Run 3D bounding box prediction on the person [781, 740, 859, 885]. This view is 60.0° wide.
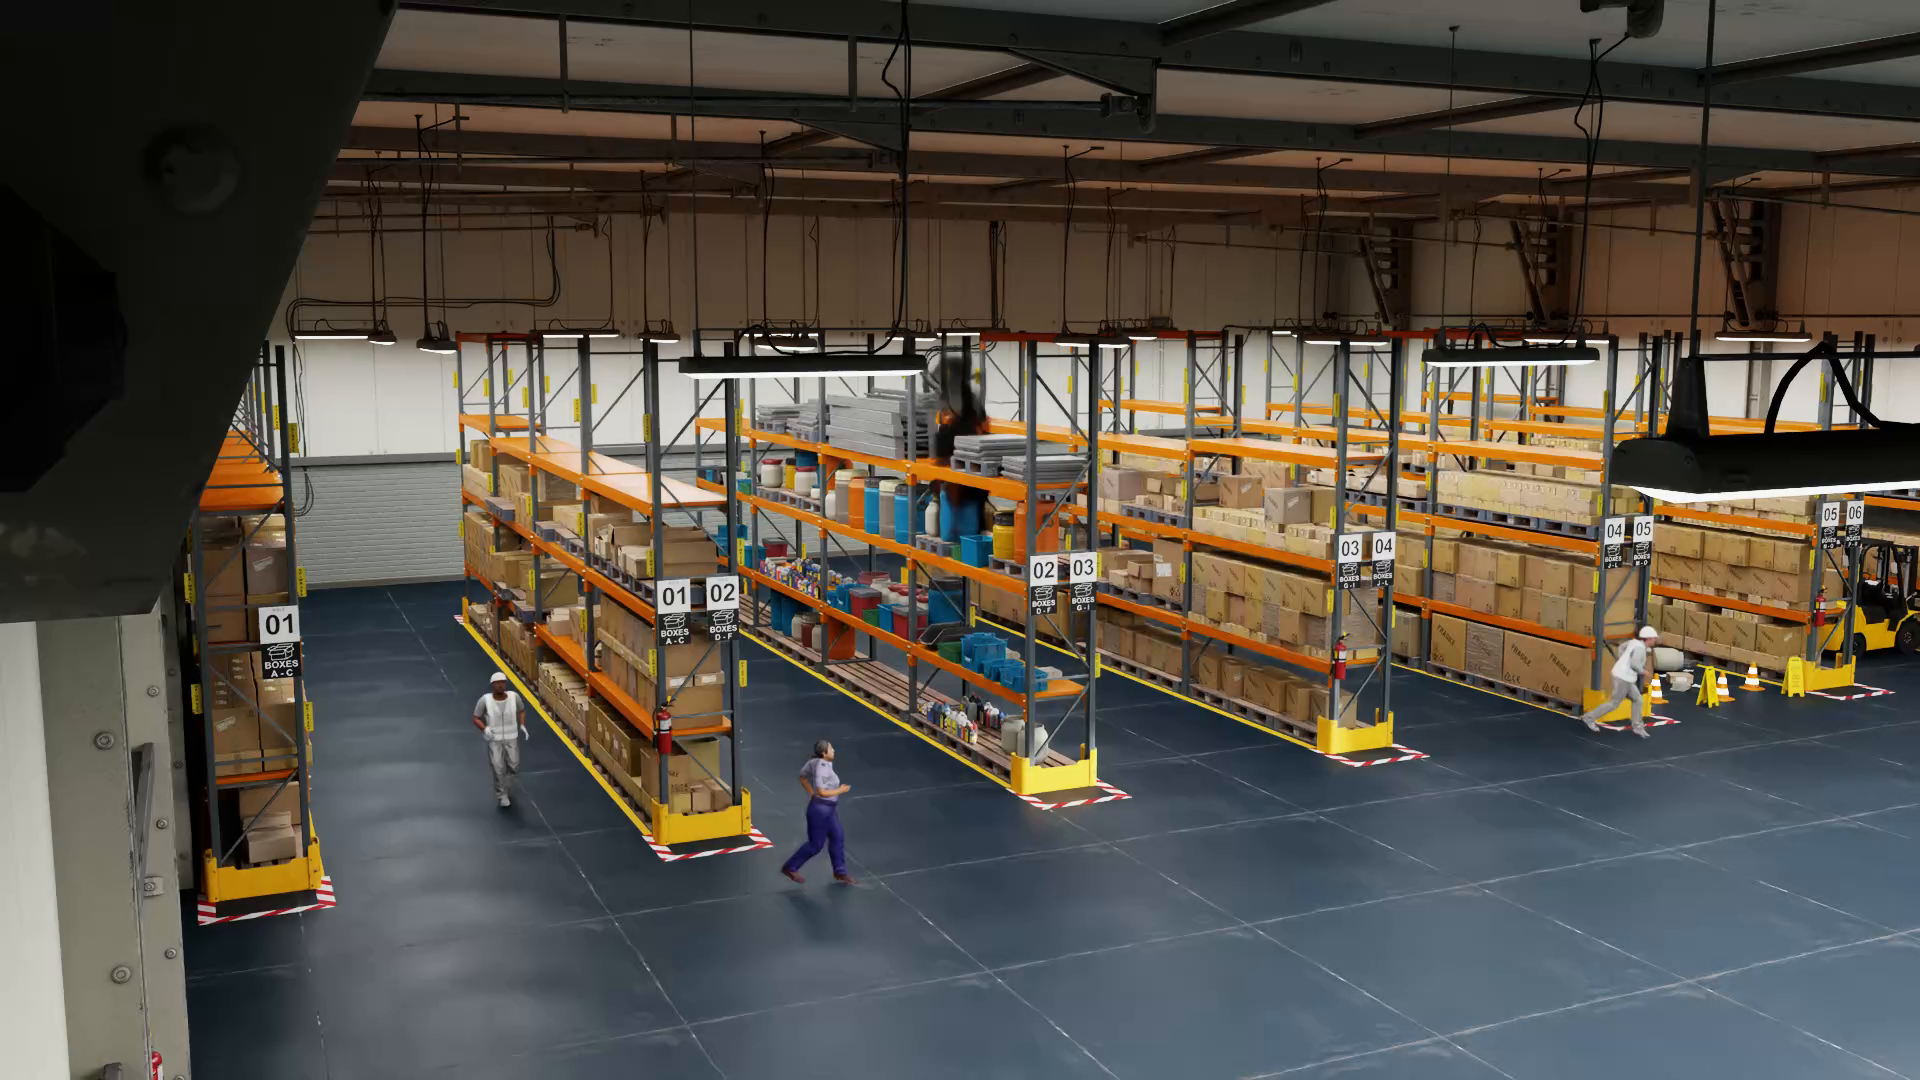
[{"bbox_3d":[-1.560,3.050,18.423,0.864,1.682,0.586,-1,8,-5],"label":"person"}]

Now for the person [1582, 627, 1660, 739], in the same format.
[{"bbox_3d":[9.952,2.141,25.067,1.048,1.728,0.699,1,8,9],"label":"person"}]

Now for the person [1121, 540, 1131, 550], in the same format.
[{"bbox_3d":[3.350,0.796,35.198,0.657,1.666,0.835,-4,9,-29],"label":"person"}]

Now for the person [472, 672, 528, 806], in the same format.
[{"bbox_3d":[-5.968,2.573,21.624,0.685,1.737,0.603,-4,9,-26],"label":"person"}]
